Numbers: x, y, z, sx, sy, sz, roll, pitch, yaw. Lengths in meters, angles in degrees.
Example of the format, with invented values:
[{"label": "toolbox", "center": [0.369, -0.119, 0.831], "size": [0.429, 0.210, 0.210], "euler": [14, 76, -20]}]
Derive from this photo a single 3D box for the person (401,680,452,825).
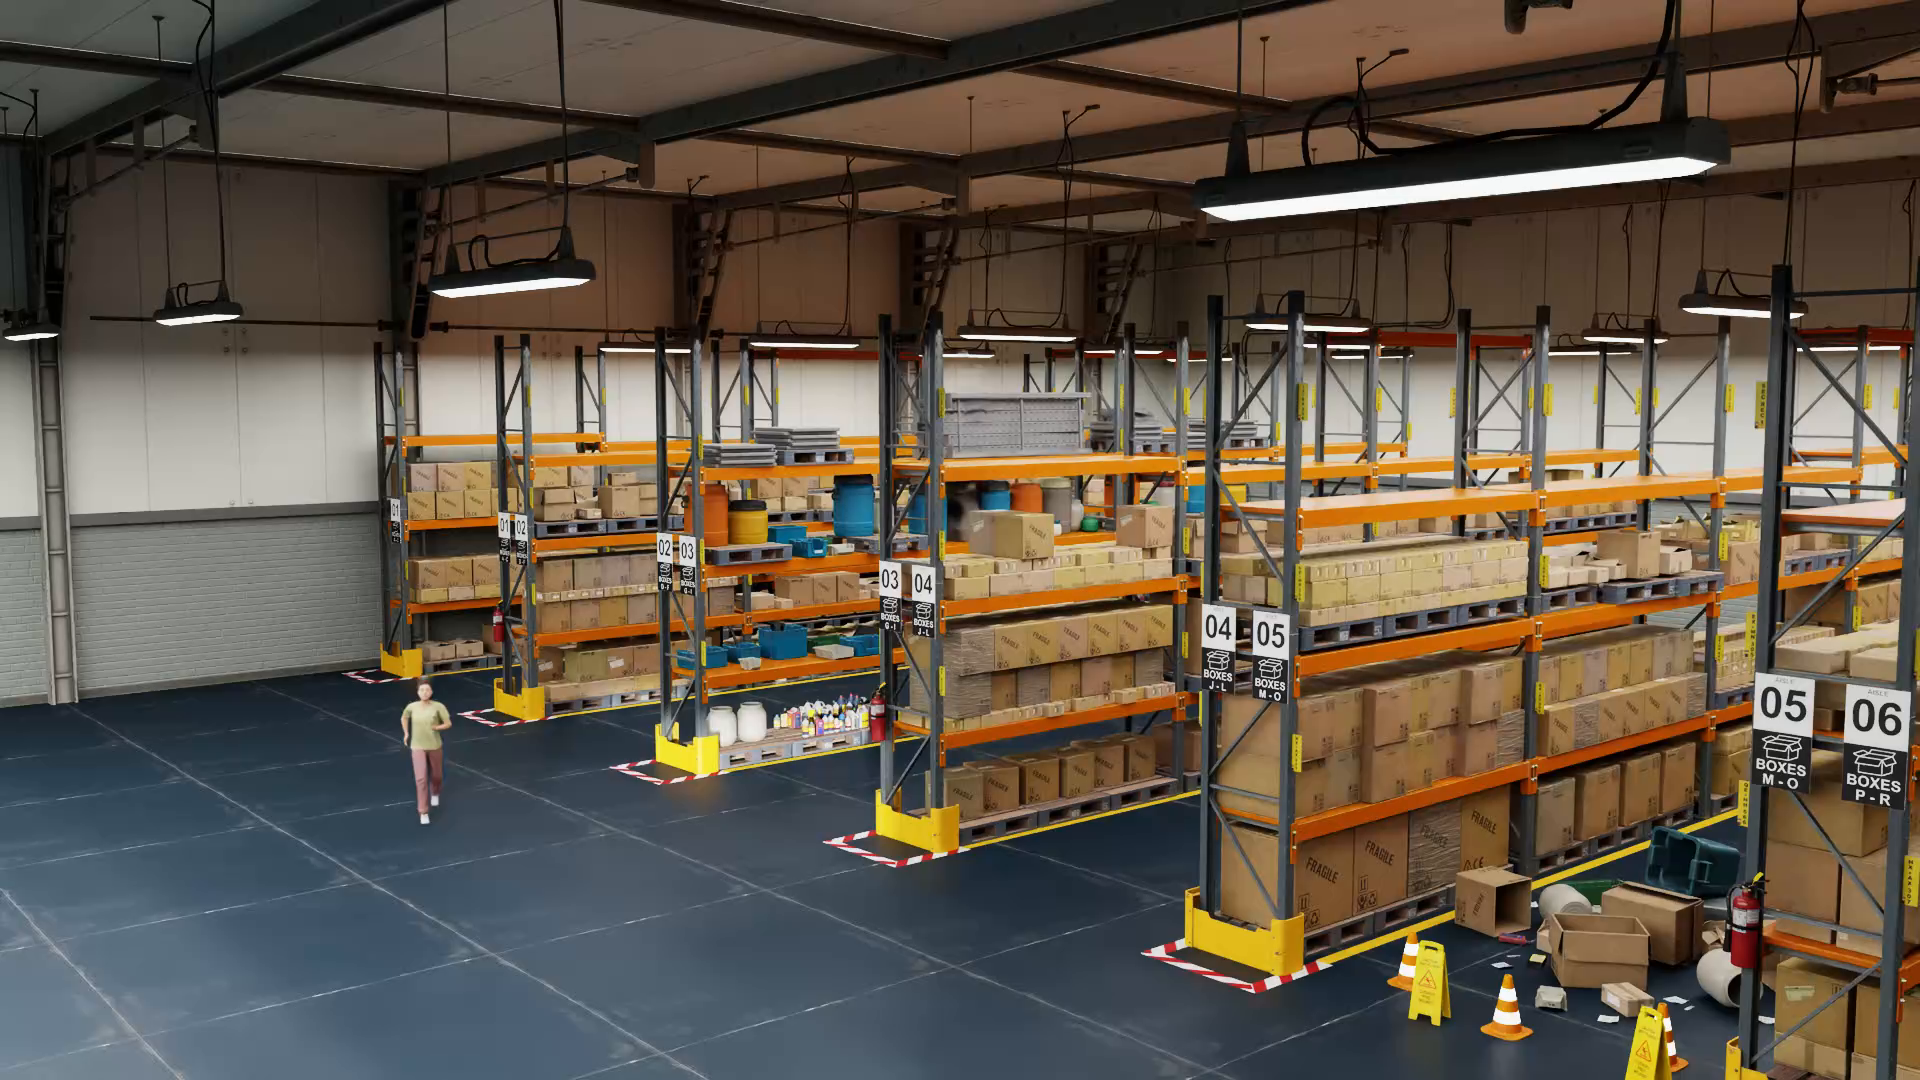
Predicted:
[{"label": "person", "center": [-6.396, 2.499, 19.953], "size": [0.580, 1.649, 0.953], "euler": [-2, 5, -17]}]
